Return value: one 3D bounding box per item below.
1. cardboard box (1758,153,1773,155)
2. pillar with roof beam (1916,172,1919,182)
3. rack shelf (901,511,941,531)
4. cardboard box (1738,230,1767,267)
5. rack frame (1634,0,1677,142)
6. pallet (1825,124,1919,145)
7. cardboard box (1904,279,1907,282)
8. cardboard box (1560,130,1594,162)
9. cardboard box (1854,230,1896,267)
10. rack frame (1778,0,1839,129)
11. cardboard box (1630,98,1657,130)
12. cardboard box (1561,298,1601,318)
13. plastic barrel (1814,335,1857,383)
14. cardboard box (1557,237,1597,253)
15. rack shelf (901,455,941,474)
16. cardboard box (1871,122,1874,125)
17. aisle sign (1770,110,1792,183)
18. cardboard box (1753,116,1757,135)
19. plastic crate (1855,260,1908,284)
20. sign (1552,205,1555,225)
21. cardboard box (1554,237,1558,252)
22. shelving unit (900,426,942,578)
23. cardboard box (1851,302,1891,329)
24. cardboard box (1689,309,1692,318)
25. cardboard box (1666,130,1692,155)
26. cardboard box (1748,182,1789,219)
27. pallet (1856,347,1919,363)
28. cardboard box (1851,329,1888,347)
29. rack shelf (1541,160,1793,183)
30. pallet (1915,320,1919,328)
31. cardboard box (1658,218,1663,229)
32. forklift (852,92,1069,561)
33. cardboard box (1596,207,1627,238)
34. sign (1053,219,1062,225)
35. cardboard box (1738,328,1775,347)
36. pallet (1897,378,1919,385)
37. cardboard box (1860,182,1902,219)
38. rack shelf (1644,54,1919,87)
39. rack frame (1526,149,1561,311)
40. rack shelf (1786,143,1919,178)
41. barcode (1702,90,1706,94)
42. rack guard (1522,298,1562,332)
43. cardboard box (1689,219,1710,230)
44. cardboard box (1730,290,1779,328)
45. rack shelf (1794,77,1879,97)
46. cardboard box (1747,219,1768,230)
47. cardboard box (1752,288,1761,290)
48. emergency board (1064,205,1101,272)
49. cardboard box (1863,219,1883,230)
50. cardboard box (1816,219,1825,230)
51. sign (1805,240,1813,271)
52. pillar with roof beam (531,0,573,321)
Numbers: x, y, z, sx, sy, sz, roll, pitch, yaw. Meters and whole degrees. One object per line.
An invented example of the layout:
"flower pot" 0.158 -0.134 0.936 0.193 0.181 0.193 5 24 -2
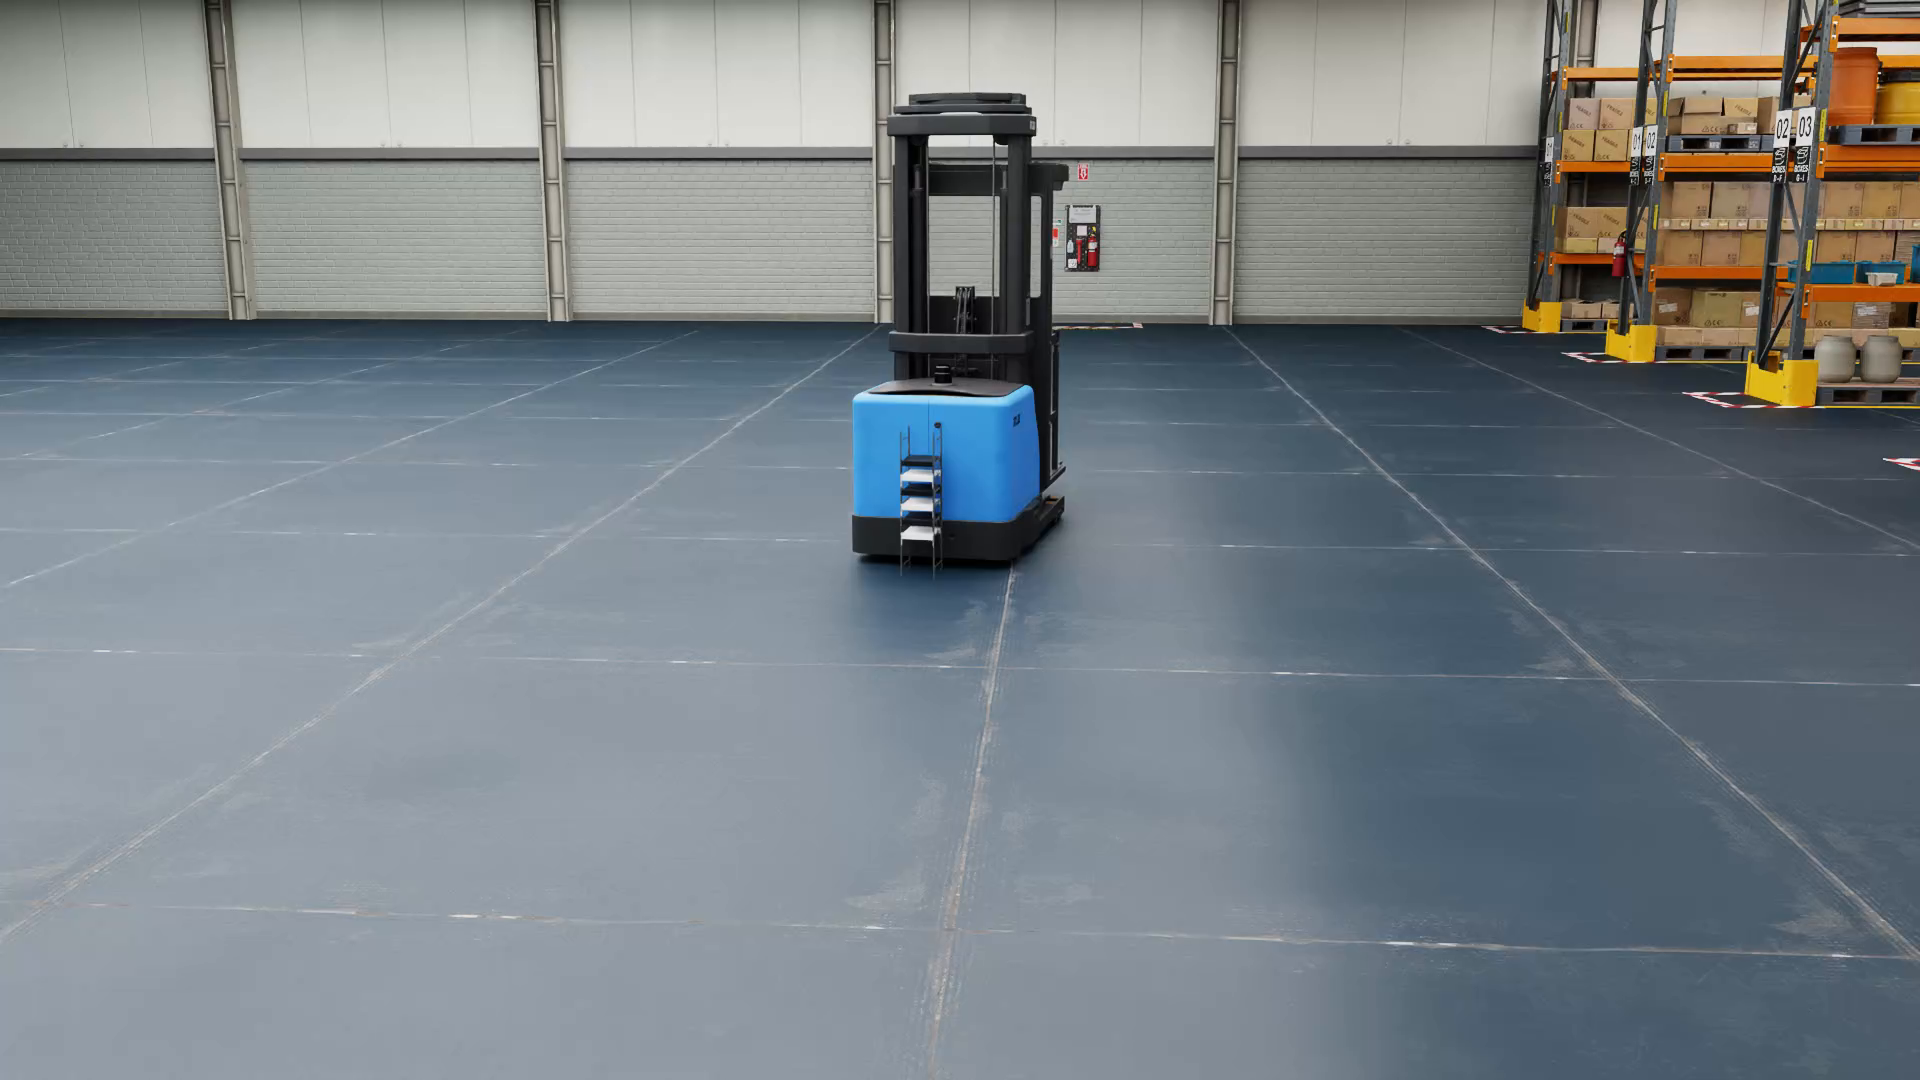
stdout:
"cardboard box" 13.350 -6.506 27.425 0.500 0.500 0.500 1 12 5
"pillar with roof beam" 16.337 -7.219 23.802 0.400 9.000 9.100 1 12 4
"rack shelf" -0.236 -0.114 10.220 0.200 0.077 0.258 2 12 11
"cardboard box" 11.038 -4.091 23.255 0.500 0.500 0.700 1 12 4
"rack frame" 9.554 -7.002 22.762 0.127 3.000 1.000 1 12 4
"pallet" 10.038 -4.398 18.101 1.213 0.211 1.003 1 12 4
"cardboard box" 15.567 -4.363 27.999 0.500 0.250 0.500 0 12 2
"cardboard box" 10.198 -6.549 27.629 0.500 0.500 0.500 1 12 5
"cardboard box" 12.575 -4.070 23.155 0.500 0.500 0.700 1 12 3
"rack frame" 9.219 -5.990 17.924 0.127 3.000 1.000 1 12 4
"cardboard box" 11.259 -7.017 27.425 0.500 0.500 0.500 1 12 5
"cardboard box" 10.566 -3.949 28.311 0.500 0.311 0.500 -1 12 -3
"plastic barrel" 9.881 -2.048 18.782 0.421 0.512 0.421 0 12 0
"cardboard box" 10.347 -4.942 27.885 0.500 0.250 0.500 0 12 2
"rack shelf" -0.236 -0.467 10.146 0.200 0.077 0.258 2 12 11
"cardboard box" 12.323 -5.590 22.588 0.250 0.149 0.380 1 12 4
"aisle sign" 9.167 -4.387 18.567 0.004 0.787 0.394 1 12 4
"cardboard box" 11.276 -5.794 23.166 0.500 0.311 0.500 2 12 10
"plastic crate" 10.386 -3.025 18.765 0.408 0.251 0.499 1 12 4
"sign" 9.845 -5.390 27.596 0.005 0.325 0.100 1 12 4
"cardboard box" 10.361 -5.047 28.386 0.500 0.250 0.500 1 12 5
"shelving unit" -0.236 -0.235 10.194 0.210 0.900 0.258 2 12 11
"cardboard box" 12.570 -3.208 23.137 0.500 0.500 0.500 1 12 4
"cardboard box" 12.278 -3.868 28.323 0.250 0.149 0.380 0 12 -1
"cardboard box" 11.786 -6.525 27.514 0.500 0.500 0.500 2 12 7
"cardboard box" 11.100 -4.727 23.125 0.500 0.500 0.700 1 12 4
"pallet" 12.755 -2.665 23.493 1.213 0.211 1.003 1 12 4
"cardboard box" 12.570 -2.841 23.212 0.500 0.250 0.500 1 12 4
"rack shelf" 11.877 -6.166 27.850 4.000 0.370 1.077 1 12 4
"pallet" 15.870 -3.631 28.111 1.213 0.211 1.003 1 12 4
"cardboard box" 9.948 -4.465 23.460 0.250 0.149 0.380 1 12 3
"forklift" 0.140 -1.561 11.570 1.130 2.935 3.031 3 12 13
"cardboard box" 10.830 -5.304 27.784 0.500 0.500 0.500 1 12 4
"sign" 1.647 -5.672 29.674 0.331 0.109 0.001 1 12 4
"cardboard box" 11.072 -2.859 23.300 0.500 0.250 0.500 1 12 4
"pallet" 11.323 -1.668 18.724 1.213 0.211 1.003 1 12 4
"cardboard box" 12.598 -4.706 23.026 0.500 0.500 0.700 1 12 4
"rack shelf" 11.550 -6.426 22.745 4.000 0.370 1.077 1 12 4
"rack frame" 9.881 -5.077 28.214 0.127 3.000 1.000 1 12 4
"rack shelf" 11.215 -4.142 18.174 4.000 0.370 1.077 1 12 4
"barcode" 12.514 -7.527 27.962 0.075 0.075 0.001 1 12 4
"rack guard" 9.957 -3.853 28.465 0.348 0.500 1.175 1 12 4
"cardboard box" 10.195 -4.379 23.049 0.250 0.149 0.380 0 12 2
"cardboard box" 11.073 -3.228 23.234 0.500 0.500 0.500 1 12 4
"rack shelf" 15.868 -7.384 27.322 4.000 0.370 1.077 1 12 4
"cardboard box" 10.961 -4.368 22.997 0.250 0.149 0.380 0 12 2
"cardboard box" 11.607 -3.328 23.708 0.500 0.500 0.500 1 12 4
"emergency board" 2.188 -5.368 29.604 0.643 1.169 0.194 1 12 4
"cardboard box" 12.489 -4.347 22.895 0.250 0.149 0.380 1 12 4
"cardboard box" 11.728 -4.358 22.945 0.250 0.149 0.380 1 12 6
"sign" 9.178 -3.076 17.973 0.005 0.325 0.100 1 12 4
"pillar with roof beam" -7.610 -7.548 25.372 0.400 9.000 9.100 1 12 4
